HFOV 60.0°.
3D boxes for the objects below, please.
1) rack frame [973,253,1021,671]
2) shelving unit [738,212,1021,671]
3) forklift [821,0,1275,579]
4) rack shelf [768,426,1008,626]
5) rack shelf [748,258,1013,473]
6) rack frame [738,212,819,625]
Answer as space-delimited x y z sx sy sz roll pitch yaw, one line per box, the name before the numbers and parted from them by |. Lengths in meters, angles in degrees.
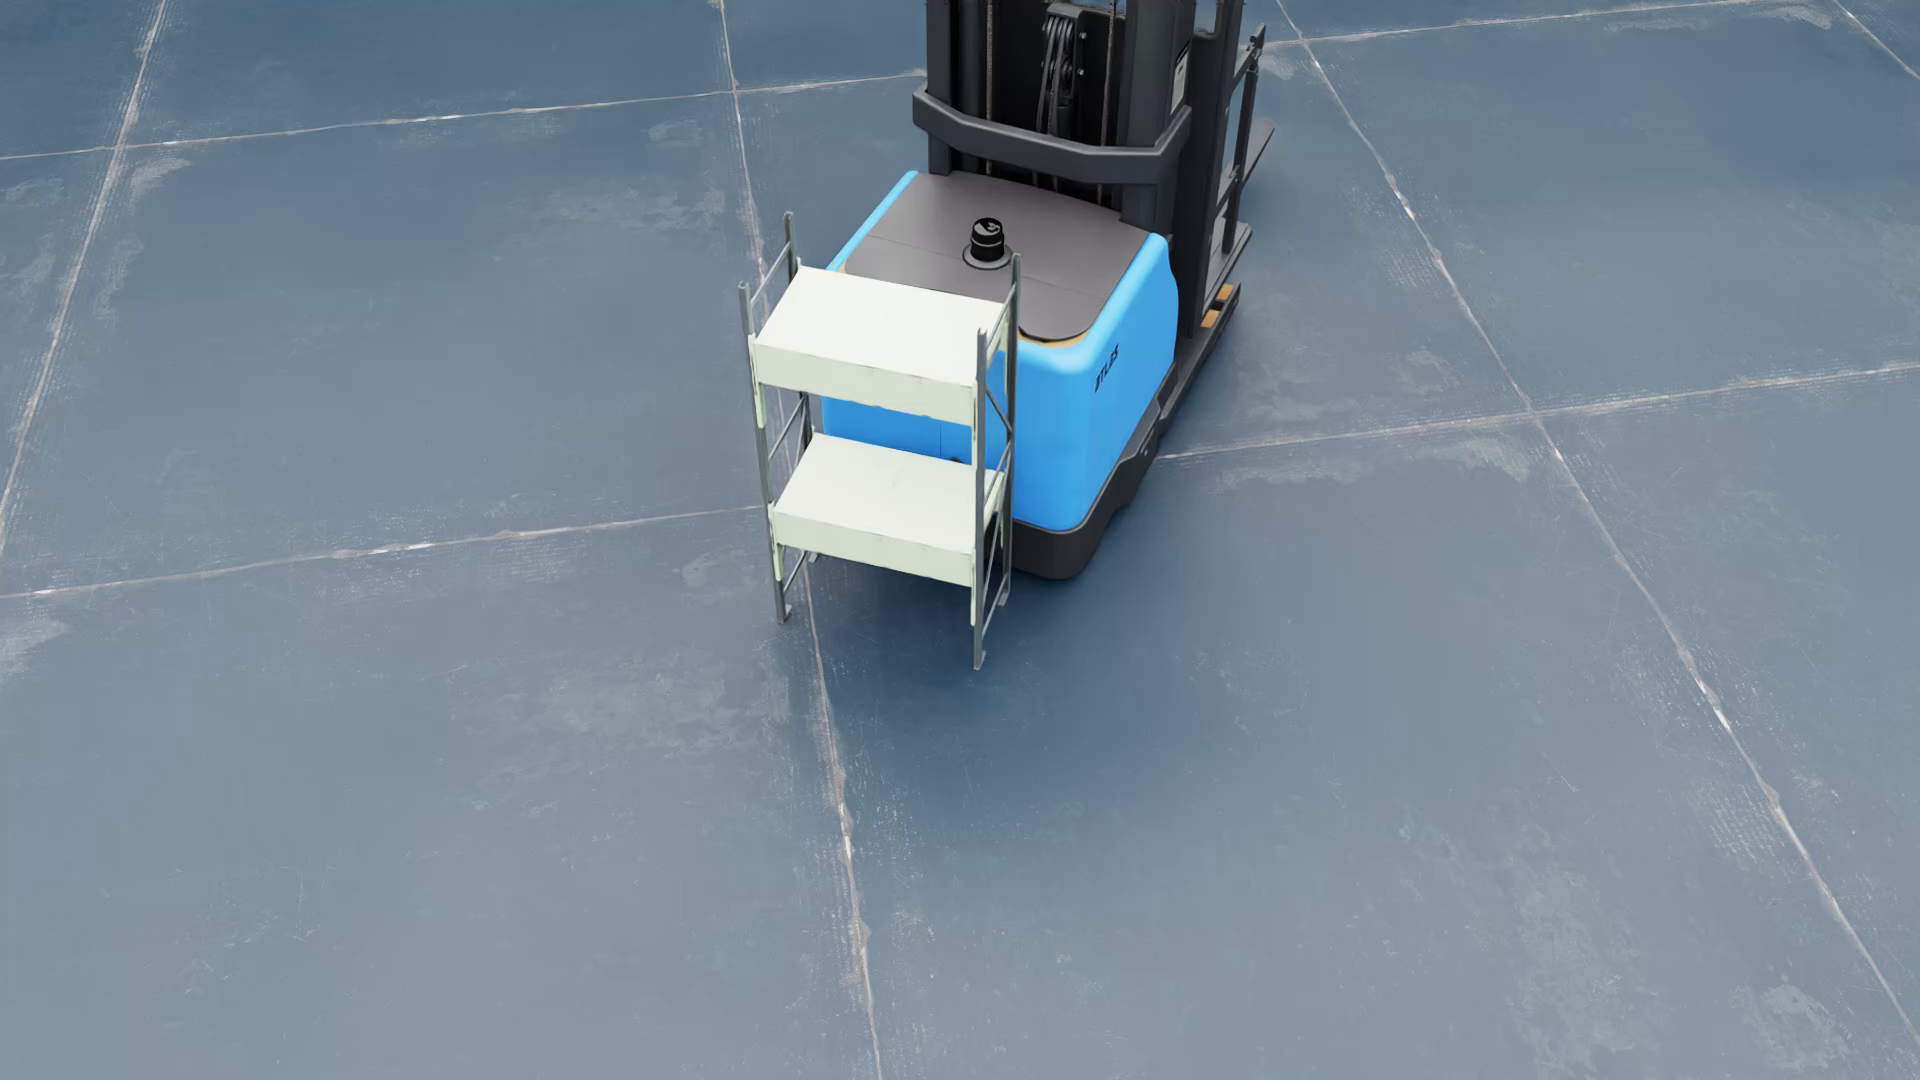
rack frame | 0.116 -0.203 5.404 0.023 1.500 0.400 12 47 12
shelving unit | -0.234 -0.280 5.478 0.755 1.500 0.431 12 47 12
forklift | 0.553 -1.948 6.091 1.130 2.935 3.031 18 49 17
rack shelf | -0.234 -0.054 5.713 0.720 0.370 0.431 12 47 12
rack shelf | -0.234 -0.551 5.197 0.720 0.370 0.431 12 47 12
rack frame | -0.584 -0.357 5.552 0.023 1.500 0.400 12 47 12
